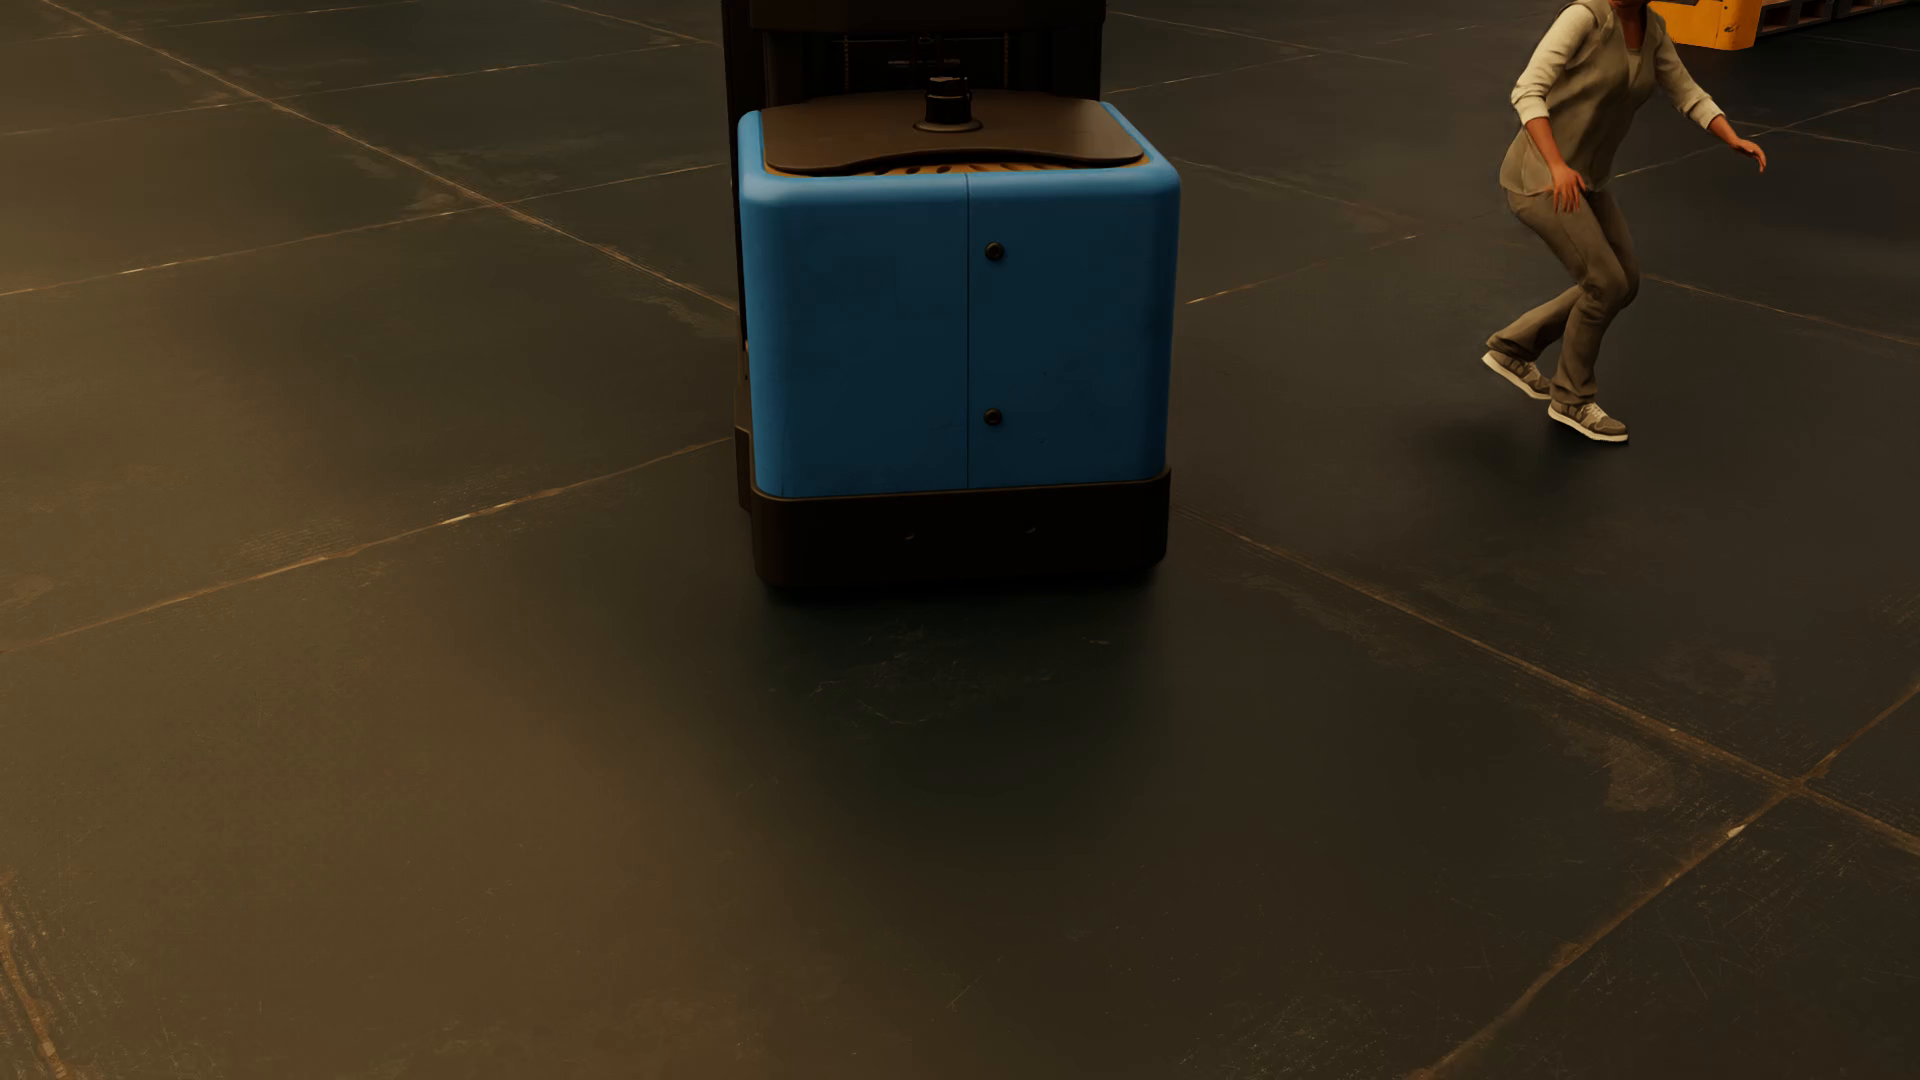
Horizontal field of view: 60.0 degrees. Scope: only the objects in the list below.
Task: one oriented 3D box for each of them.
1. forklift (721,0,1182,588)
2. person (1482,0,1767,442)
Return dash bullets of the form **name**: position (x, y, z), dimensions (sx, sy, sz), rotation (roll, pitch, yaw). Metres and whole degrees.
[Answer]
- **forklift**: position (-0.166, -1.820, 4.871), dimensions (1.130, 2.935, 3.031), rotation (-3, 27, -6)
- **person**: position (1.909, -1.013, 4.871), dimensions (0.711, 1.496, 0.706), rotation (-22, 34, -37)
